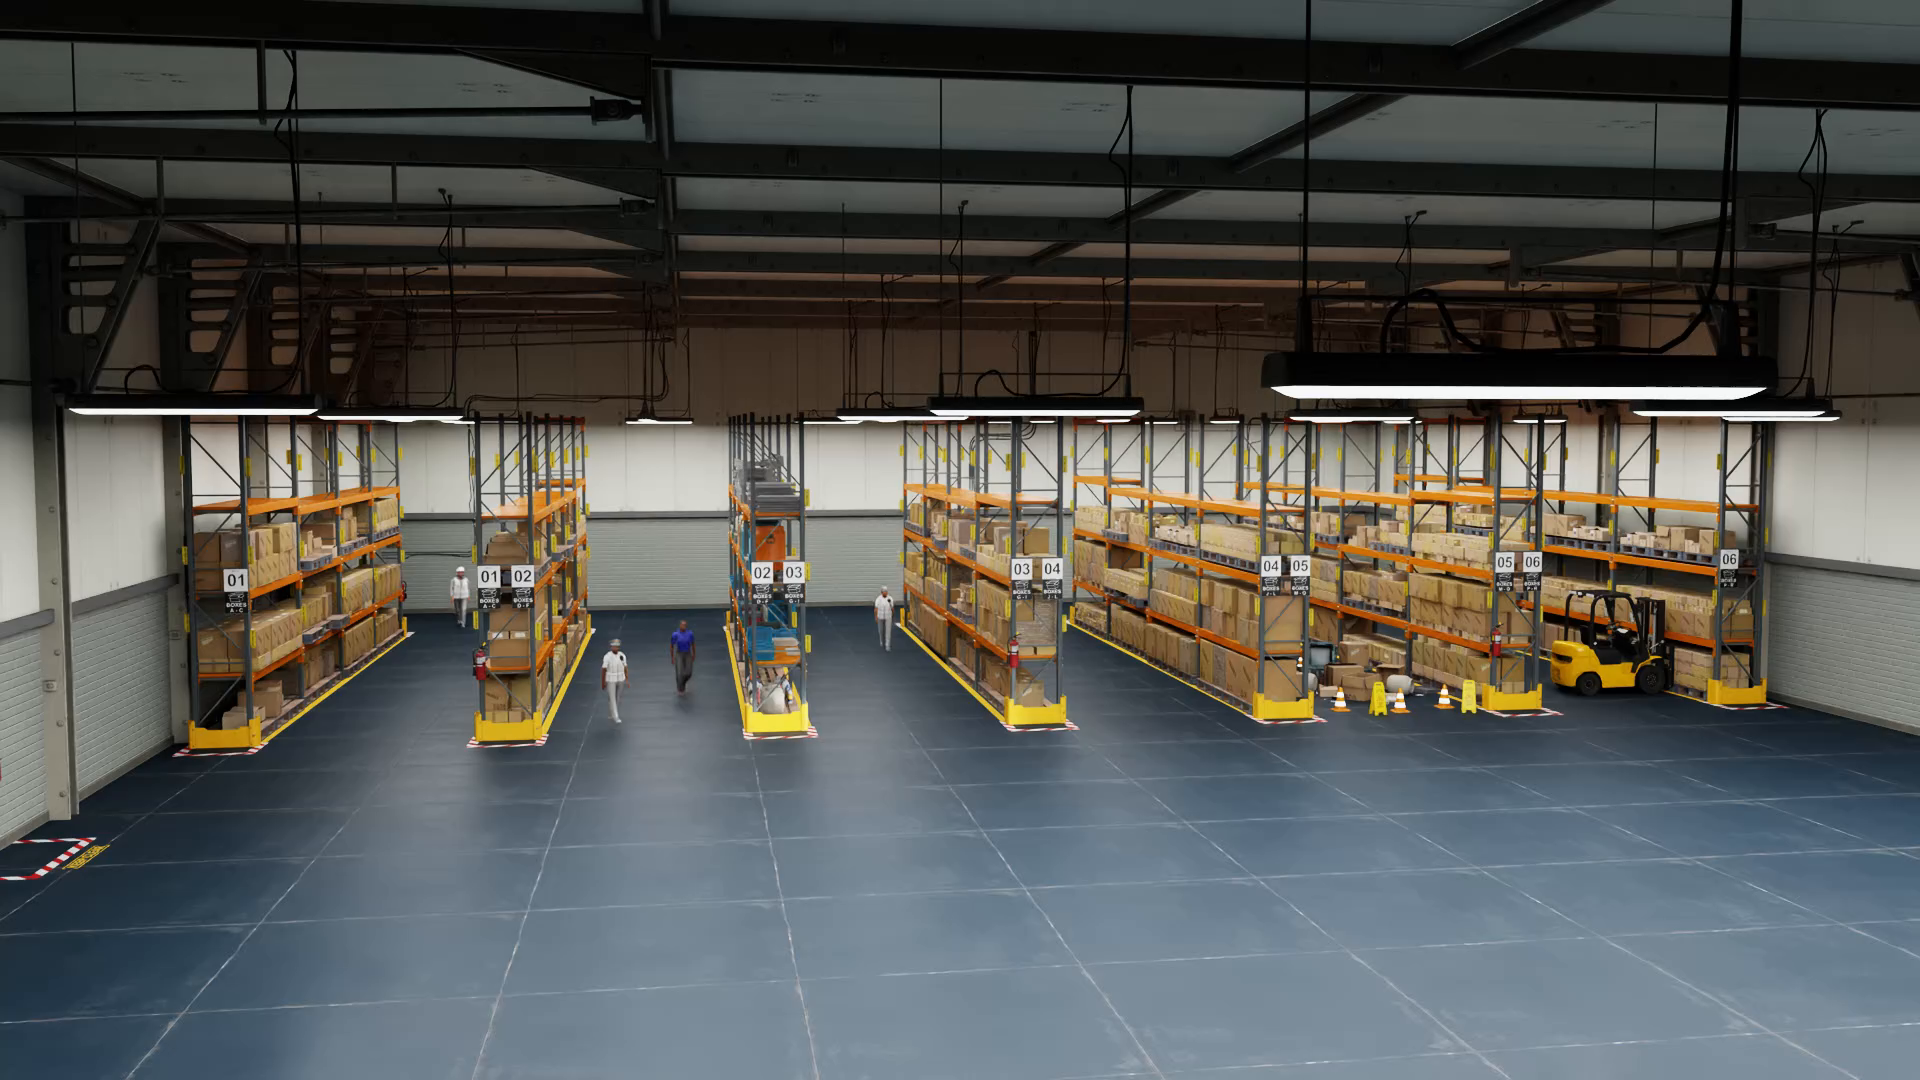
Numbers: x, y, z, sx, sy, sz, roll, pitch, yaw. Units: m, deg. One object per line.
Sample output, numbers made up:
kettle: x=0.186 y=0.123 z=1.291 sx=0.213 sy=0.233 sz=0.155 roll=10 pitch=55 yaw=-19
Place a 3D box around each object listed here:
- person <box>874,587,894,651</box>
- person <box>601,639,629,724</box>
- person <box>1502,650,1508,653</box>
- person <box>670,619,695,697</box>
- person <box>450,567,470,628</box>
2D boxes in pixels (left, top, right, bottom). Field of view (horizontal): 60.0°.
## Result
person: x=-1.947 y=1.996 z=42.697 sx=0.503 sy=1.595 sz=1.037 roll=0 pitch=4 yaw=-1
person: x=-6.609 y=2.712 z=31.954 sx=0.498 sy=1.624 sz=1.028 roll=-3 pitch=5 yaw=-37
person: x=12.202 y=2.293 z=37.603 sx=0.573 sy=1.757 sz=0.535 roll=-1 pitch=4 yaw=-11
person: x=-5.939 y=2.501 z=35.573 sx=0.539 sy=1.635 sz=0.534 roll=-1 pitch=4 yaw=-20
person: x=-14.283 y=1.631 z=47.469 sx=0.531 sy=1.721 sz=1.084 roll=-1 pitch=4 yaw=-12
